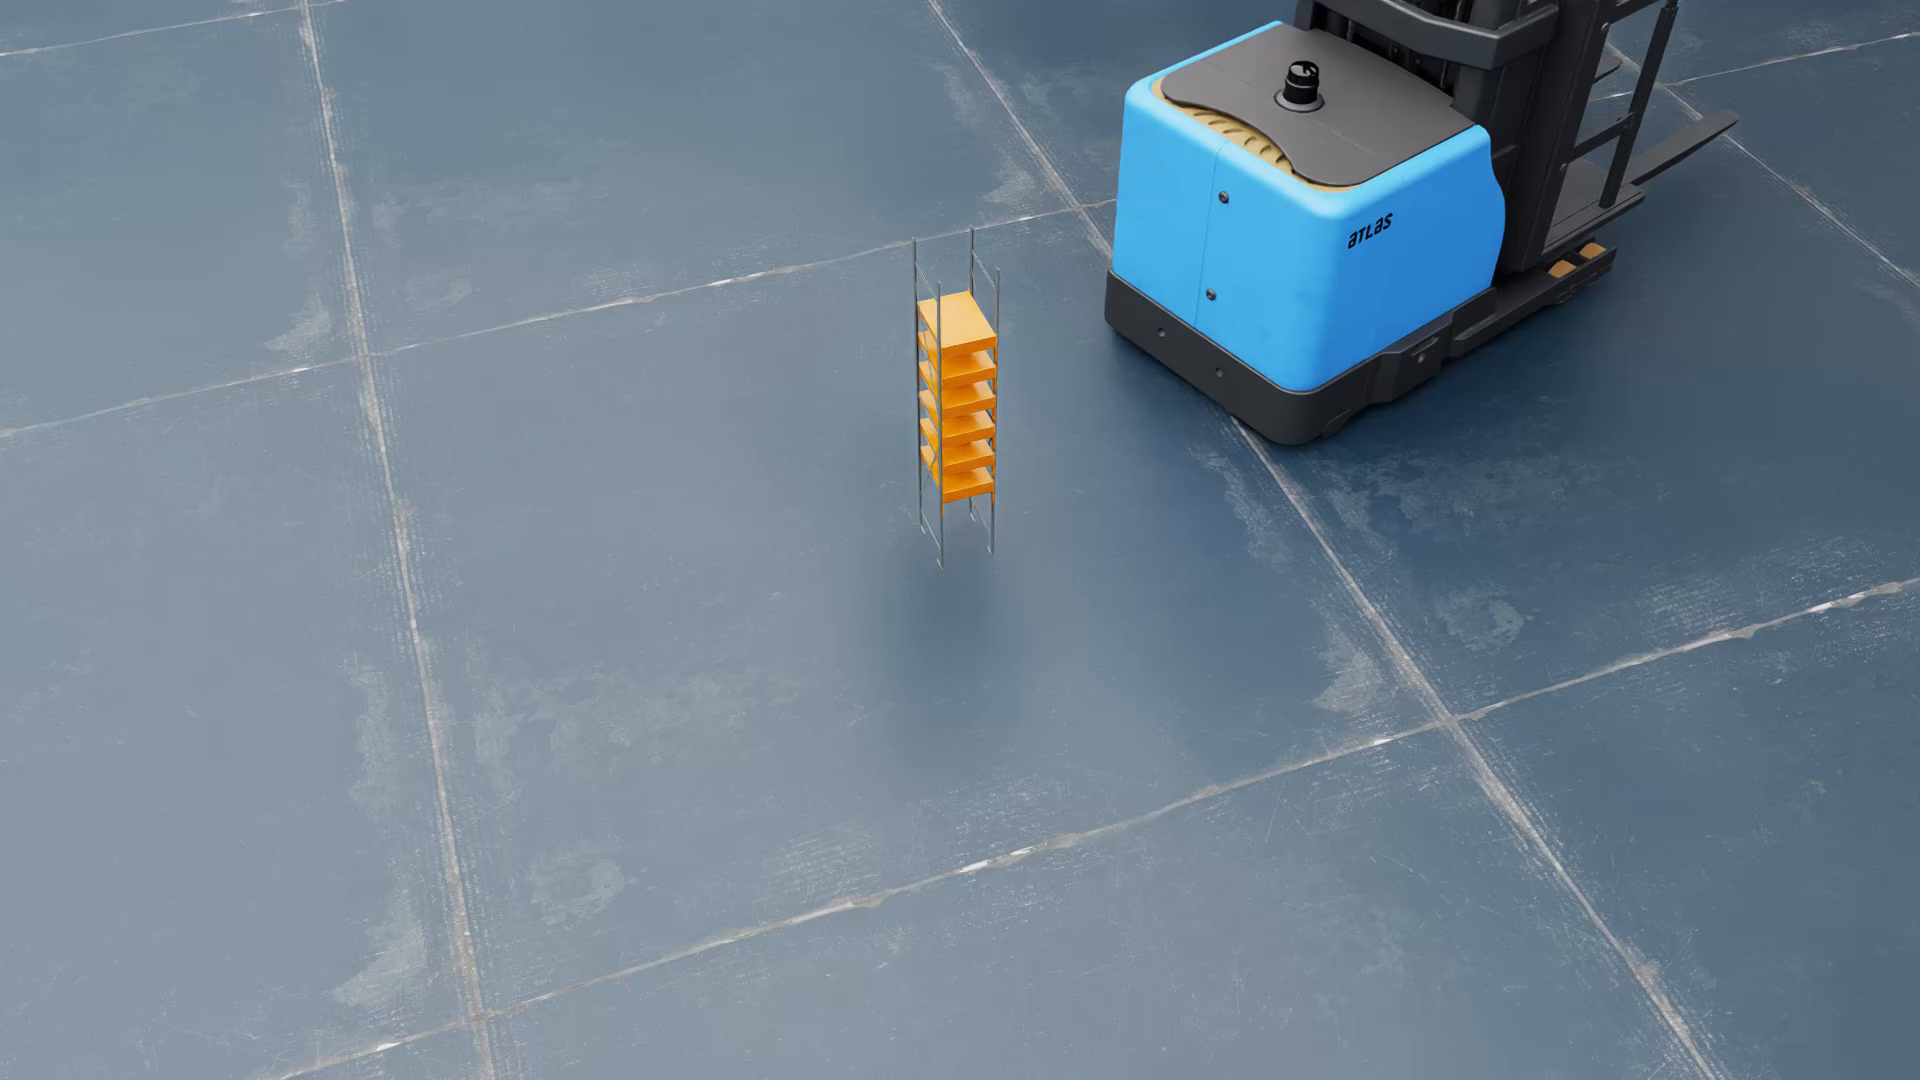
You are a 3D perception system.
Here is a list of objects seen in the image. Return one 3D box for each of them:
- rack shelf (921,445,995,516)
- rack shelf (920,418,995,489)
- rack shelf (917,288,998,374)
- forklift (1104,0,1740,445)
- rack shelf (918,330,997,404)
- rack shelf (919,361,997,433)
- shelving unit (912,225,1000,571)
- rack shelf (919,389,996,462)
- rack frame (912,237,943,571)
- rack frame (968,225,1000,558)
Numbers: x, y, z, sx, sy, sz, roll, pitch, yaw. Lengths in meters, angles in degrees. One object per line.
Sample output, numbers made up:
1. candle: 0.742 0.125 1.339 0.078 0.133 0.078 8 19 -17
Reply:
1. rack shelf: -0.014 -0.219 5.523 0.180 0.103 0.258 -14 47 -14
2. rack shelf: -0.014 -0.304 5.438 0.180 0.103 0.258 -14 47 -14
3. rack shelf: -0.014 -0.643 5.098 0.180 0.103 0.258 -14 47 -14
4. forklift: 2.032 -2.255 5.928 3.031 2.935 1.130 -30 52 -26
5. rack shelf: -0.014 -0.558 5.183 0.180 0.103 0.258 -14 47 -14
6. rack shelf: -0.014 -0.473 5.268 0.180 0.103 0.258 -14 47 -14
7. shelving unit: -0.014 -0.420 5.322 0.189 1.200 0.258 -14 47 -14
8. rack shelf: -0.014 -0.389 5.353 0.180 0.103 0.258 -14 47 -14
9. rack frame: -0.100 -0.398 5.300 0.006 1.200 0.240 -14 47 -14
10. rack frame: 0.072 -0.442 5.343 0.006 1.200 0.240 -14 47 -14
